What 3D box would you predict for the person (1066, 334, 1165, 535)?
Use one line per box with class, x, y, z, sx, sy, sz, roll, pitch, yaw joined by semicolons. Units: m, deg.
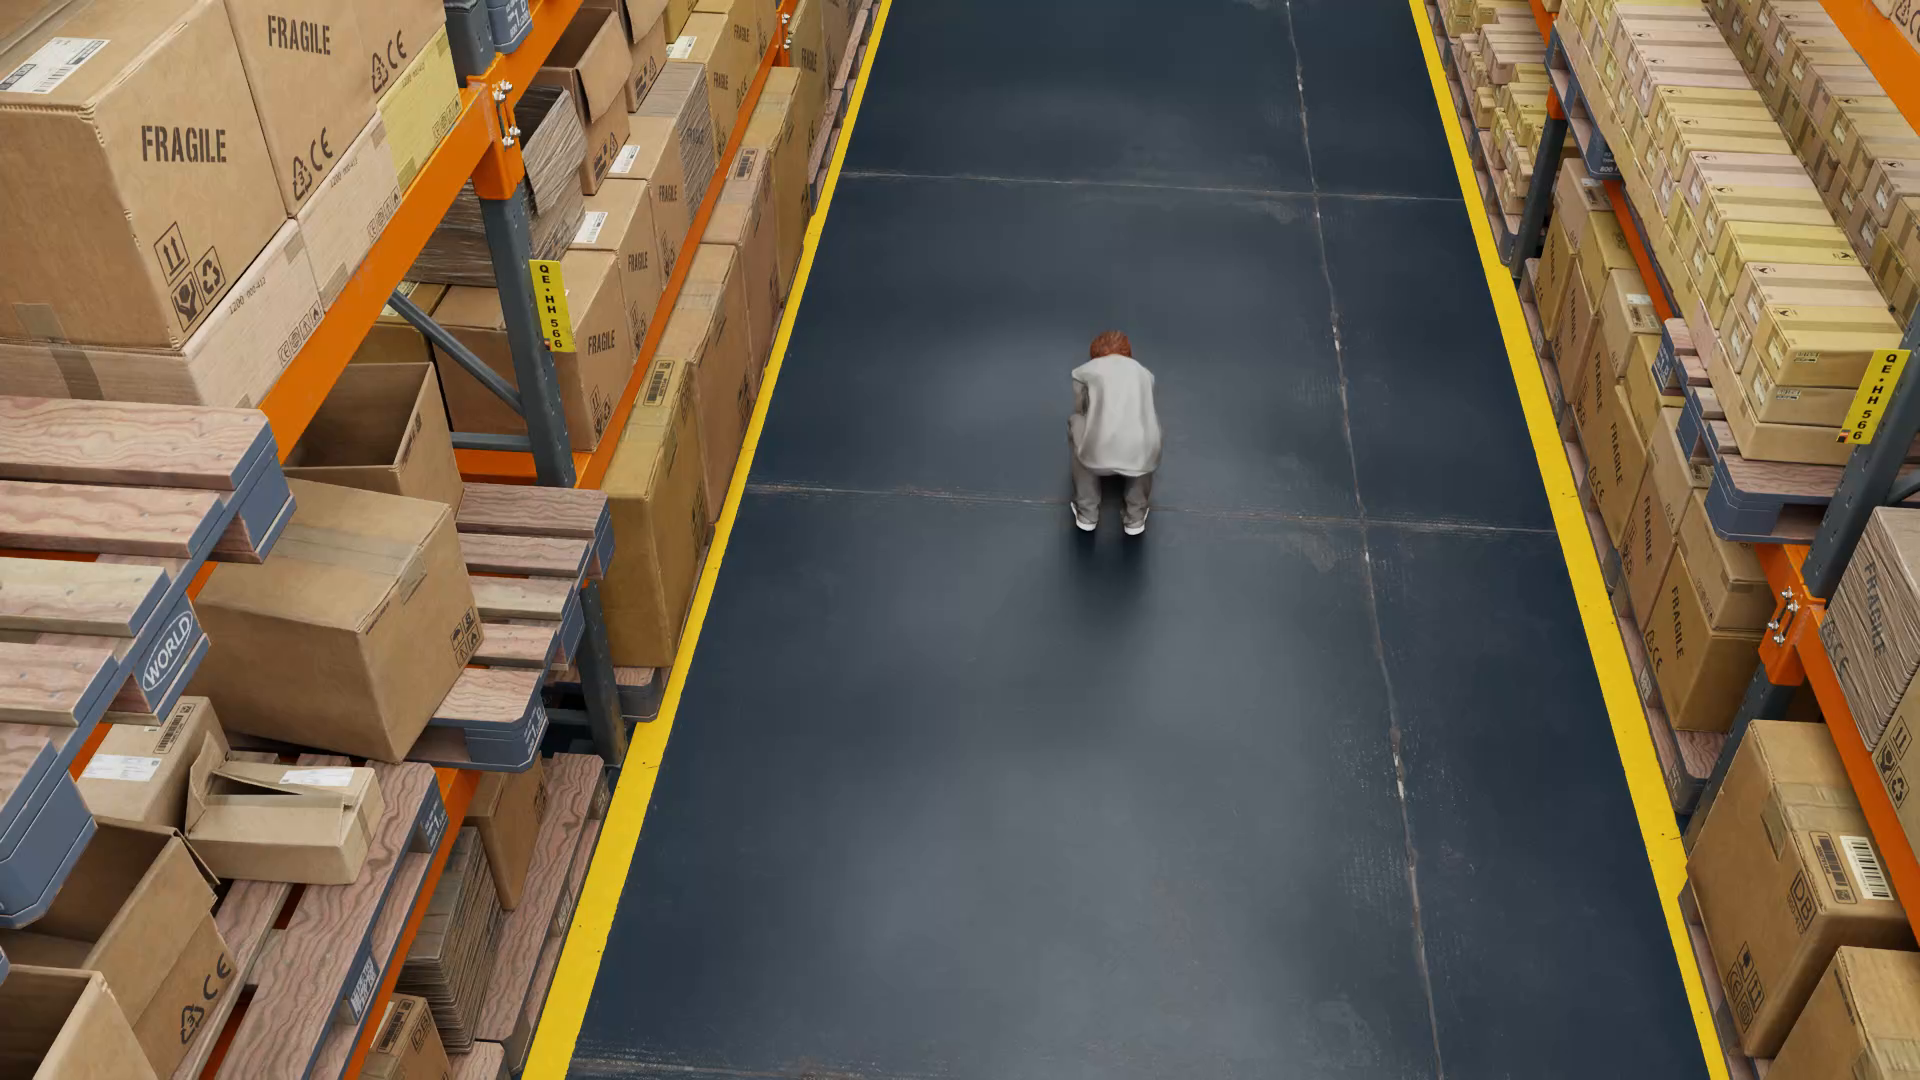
person;0.684;-0.472;7.385;0.428;0.768;0.873;2;41;2
